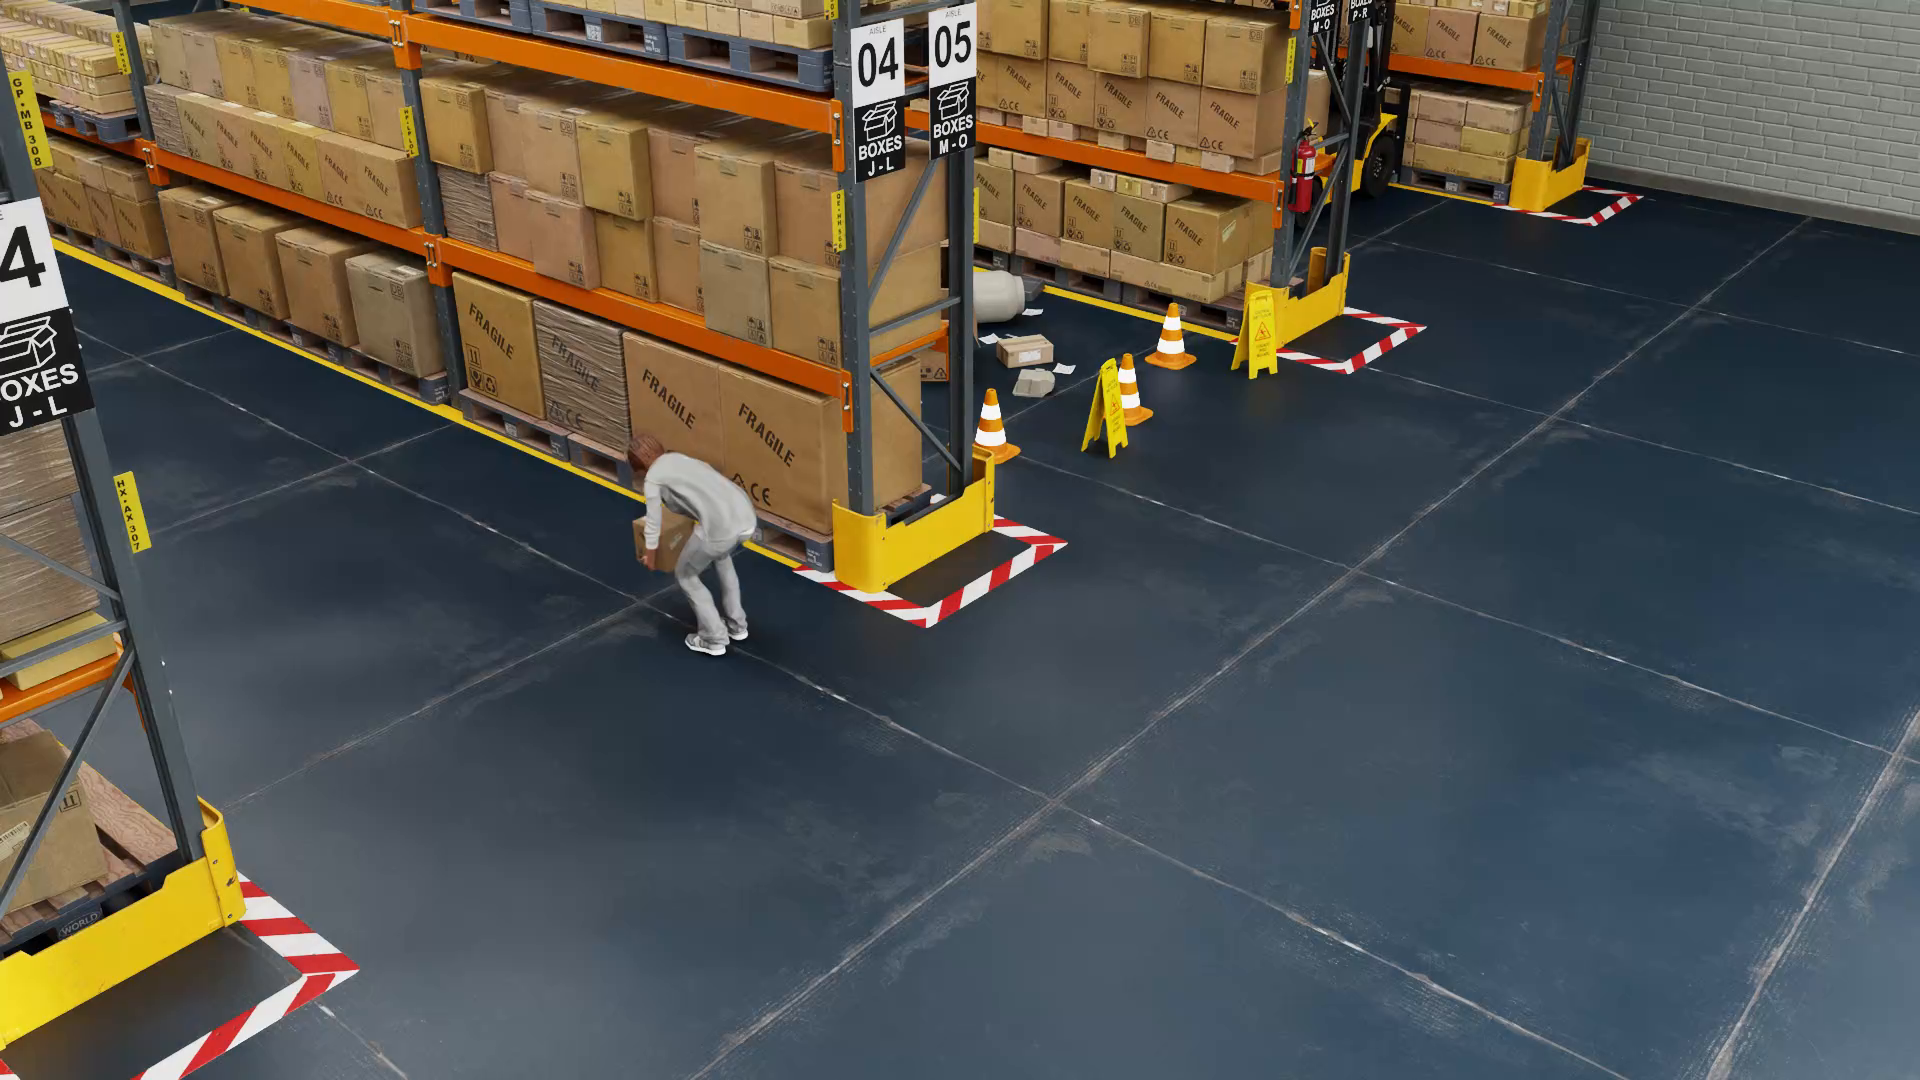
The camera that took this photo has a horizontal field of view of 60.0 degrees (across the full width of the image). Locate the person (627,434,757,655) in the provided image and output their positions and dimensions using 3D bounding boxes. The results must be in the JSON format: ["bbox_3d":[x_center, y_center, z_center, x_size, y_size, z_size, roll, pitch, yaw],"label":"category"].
[{"bbox_3d":[-1.467,0.026,9.097,0.841,1.118,0.399,20,33,32],"label":"person"}]
